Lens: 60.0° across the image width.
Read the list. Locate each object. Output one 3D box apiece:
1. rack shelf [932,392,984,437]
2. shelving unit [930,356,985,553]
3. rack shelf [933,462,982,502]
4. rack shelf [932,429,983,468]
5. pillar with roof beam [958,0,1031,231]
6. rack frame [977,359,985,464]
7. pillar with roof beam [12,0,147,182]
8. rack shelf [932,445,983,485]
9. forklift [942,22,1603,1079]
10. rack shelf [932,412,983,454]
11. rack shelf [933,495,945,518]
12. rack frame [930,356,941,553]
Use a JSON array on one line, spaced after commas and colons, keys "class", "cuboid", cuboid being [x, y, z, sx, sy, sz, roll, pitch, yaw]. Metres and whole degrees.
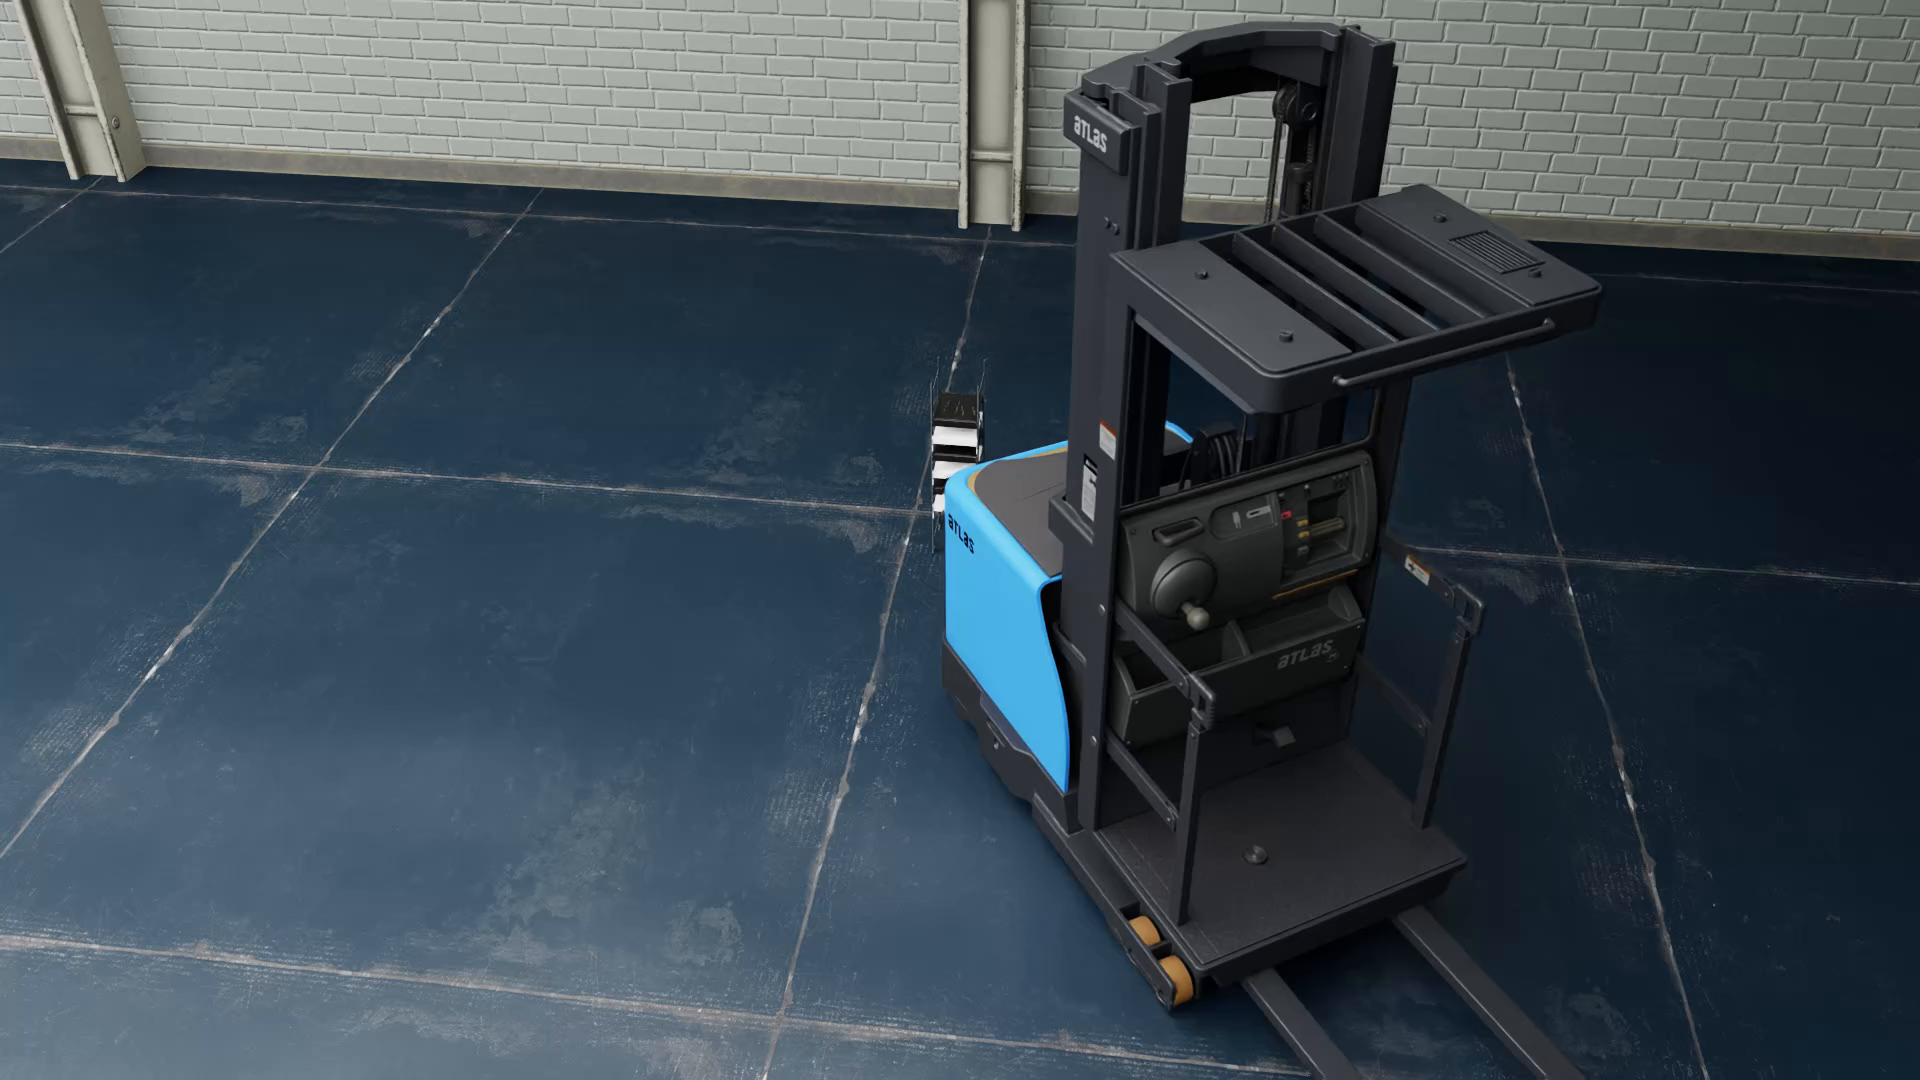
[{"class": "rack shelf", "cuboid": [-0.008, -0.560, 7.352, 0.200, 0.077, 0.258, 4, 36, 6]}, {"class": "shelving unit", "cuboid": [-0.008, -0.367, 7.489, 0.210, 0.900, 0.258, 4, 36, 6]}, {"class": "rack shelf", "cuboid": [-0.008, -0.267, 7.561, 0.200, 0.077, 0.258, 4, 36, 6]}, {"class": "rack shelf", "cuboid": [-0.008, -0.413, 7.457, 0.200, 0.077, 0.258, 4, 36, 6]}, {"class": "pillar with roof beam", "cuboid": [-0.342, -3.231, 4.530, 0.400, 9.000, 9.100, 4, 36, 6]}, {"class": "rack frame", "cuboid": [0.093, -0.359, 7.479, 0.006, 0.900, 0.240, 4, 36, 6]}, {"class": "pillar with roof beam", "cuboid": [-6.293, -3.675, 5.152, 0.400, 9.000, 9.100, 4, 36, 6]}, {"class": "rack shelf", "cuboid": [-0.008, -0.340, 7.509, 0.200, 0.077, 0.258, 4, 36, 6]}, {"class": "forklift", "cuboid": [1.031, 0.070, 5.129, 1.130, 2.935, 3.031, -16, 39, -21]}, {"class": "rack shelf", "cuboid": [-0.008, -0.486, 7.404, 0.200, 0.077, 0.258, 4, 36, 6]}, {"class": "rack shelf", "cuboid": [-0.008, -0.193, 7.613, 0.200, 0.077, 0.258, 4, 36, 6]}, {"class": "rack frame", "cuboid": [-0.109, -0.374, 7.500, 0.006, 0.900, 0.240, 4, 36, 6]}]
